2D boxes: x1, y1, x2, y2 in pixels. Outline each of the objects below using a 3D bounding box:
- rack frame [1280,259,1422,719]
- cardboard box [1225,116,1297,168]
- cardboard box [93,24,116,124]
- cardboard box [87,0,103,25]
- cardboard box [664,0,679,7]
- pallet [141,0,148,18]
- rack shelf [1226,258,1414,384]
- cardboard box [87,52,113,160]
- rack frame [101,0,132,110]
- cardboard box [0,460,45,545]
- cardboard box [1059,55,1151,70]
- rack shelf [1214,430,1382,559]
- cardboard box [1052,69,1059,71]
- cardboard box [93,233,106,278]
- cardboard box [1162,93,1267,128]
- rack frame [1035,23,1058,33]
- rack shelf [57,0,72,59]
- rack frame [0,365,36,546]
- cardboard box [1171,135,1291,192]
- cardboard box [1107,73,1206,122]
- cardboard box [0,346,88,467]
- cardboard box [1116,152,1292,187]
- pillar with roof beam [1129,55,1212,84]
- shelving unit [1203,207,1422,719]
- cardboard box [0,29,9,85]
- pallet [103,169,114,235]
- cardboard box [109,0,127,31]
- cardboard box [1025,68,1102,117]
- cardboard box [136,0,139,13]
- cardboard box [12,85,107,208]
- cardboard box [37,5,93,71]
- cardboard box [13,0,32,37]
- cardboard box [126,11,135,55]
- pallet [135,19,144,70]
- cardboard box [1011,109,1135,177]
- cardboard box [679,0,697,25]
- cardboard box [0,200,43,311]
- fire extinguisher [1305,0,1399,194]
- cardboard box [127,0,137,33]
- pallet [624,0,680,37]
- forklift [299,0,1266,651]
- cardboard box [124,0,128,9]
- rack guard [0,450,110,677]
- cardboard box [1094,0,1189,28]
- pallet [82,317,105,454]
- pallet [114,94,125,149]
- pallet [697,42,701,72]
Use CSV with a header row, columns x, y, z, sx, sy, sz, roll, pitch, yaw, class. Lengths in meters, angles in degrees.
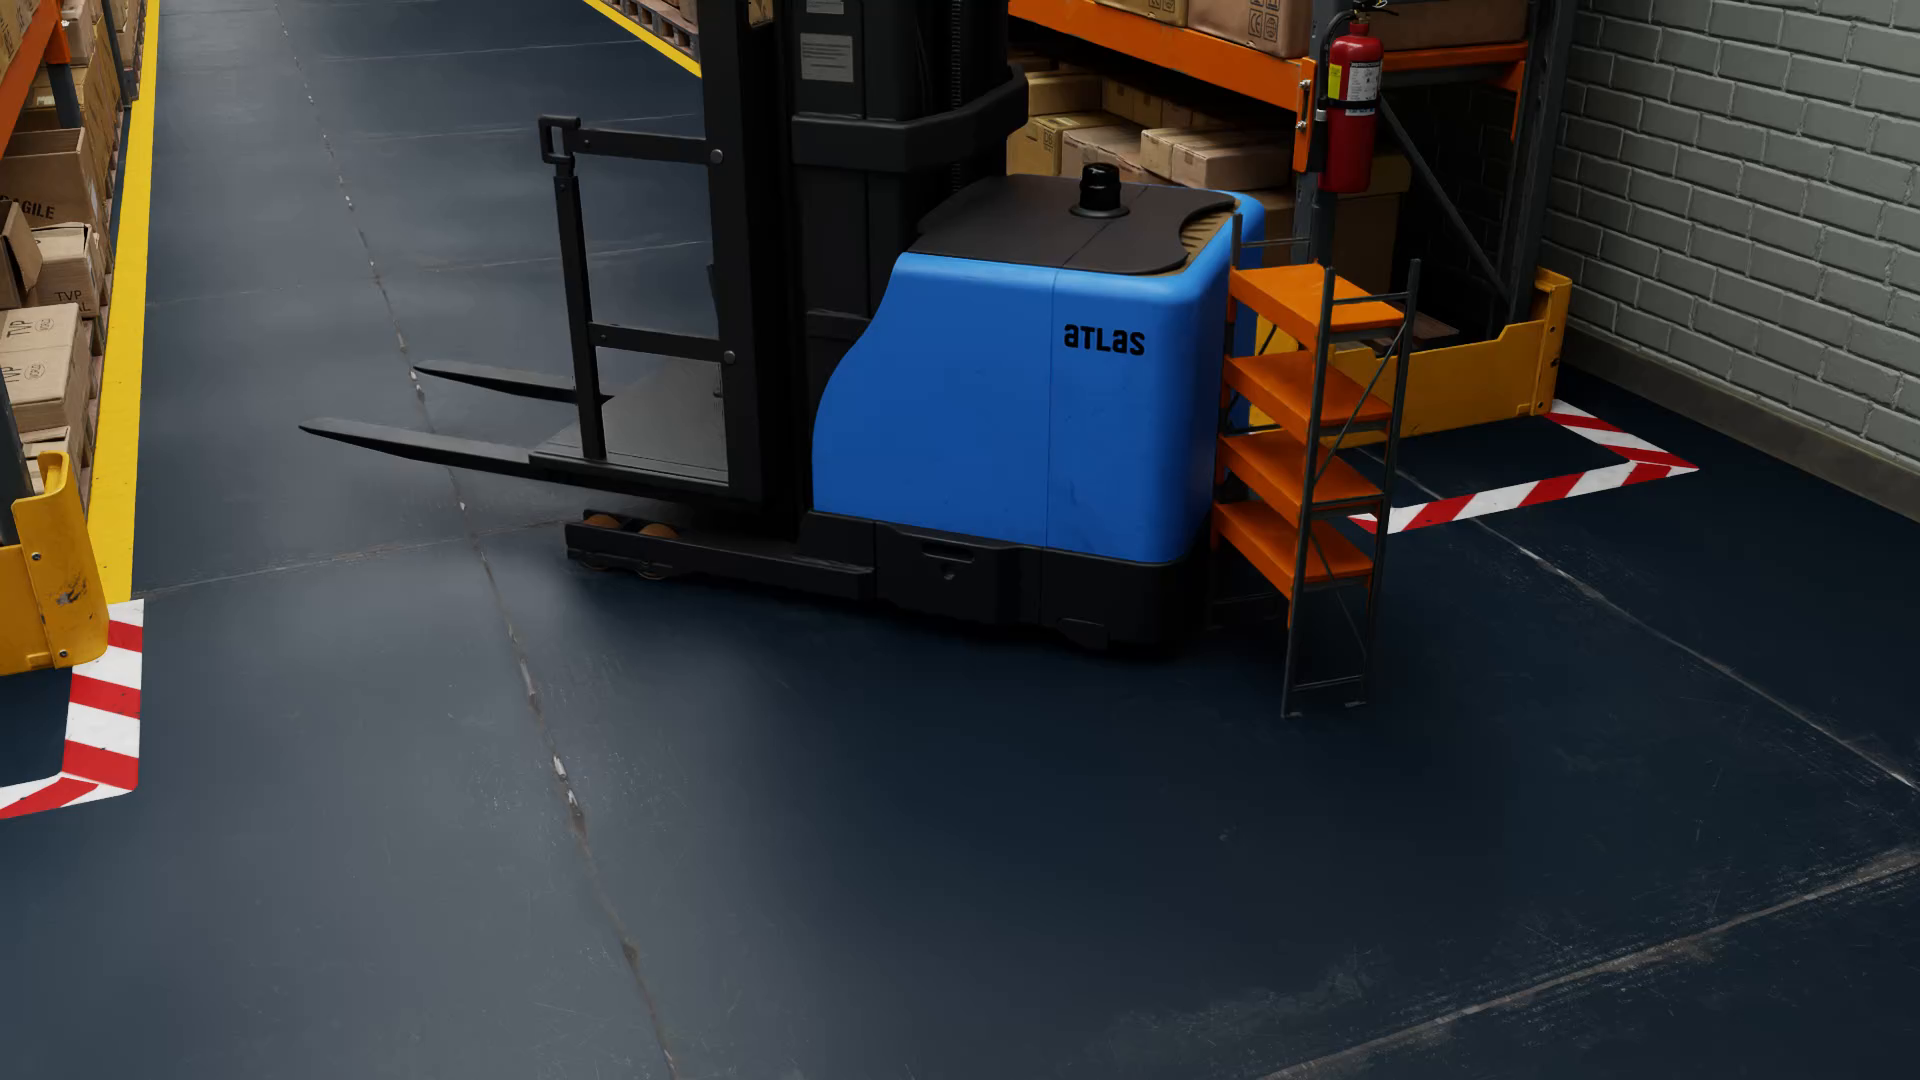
x,y,z,sx,sy,sz,roll,pitch,yaw,class
0.948,-0.094,4.074,0.240,1.200,0.015,-8,27,-15,rack frame
1.299,-1.619,6.779,0.380,0.149,0.250,-10,28,-20,cardboard box
-5.274,-2.714,9.738,0.500,0.500,0.500,-12,28,-22,cardboard box
-5.450,-3.238,9.956,0.500,0.250,0.500,-9,28,-19,cardboard box
-2.147,-4.818,14.047,0.700,0.500,0.500,-11,28,-21,cardboard box
-7.898,-4.876,14.996,1.003,0.211,1.213,-11,28,-21,pallet
0.878,-0.549,4.112,0.258,0.148,0.480,-8,27,-15,rack shelf
-4.865,-2.299,8.888,0.500,0.500,0.500,-10,28,-20,cardboard box
-6.058,-4.186,10.404,1.000,3.000,0.127,-11,28,-21,rack frame
-2.773,-0.101,4.786,0.380,0.149,0.250,-11,28,-21,cardboard box
0.701,-2.235,8.040,0.380,0.149,0.250,-12,28,-22,cardboard box
0.878,-0.136,4.314,0.258,0.148,0.480,-8,27,-15,rack shelf
0.263,-2.170,8.645,0.700,0.500,0.500,-10,28,-20,cardboard box
-3.806,-1.165,6.966,0.380,0.149,0.250,-11,28,-21,cardboard box
1.101,-1.823,7.196,0.380,0.149,0.250,-10,28,-20,cardboard box
0.065,-3.424,8.843,1.000,3.000,0.127,-11,28,-21,rack frame
-5.275,-3.055,8.909,1.077,0.370,4.000,-11,28,-21,rack shelf
-2.925,-0.956,3.790,1.000,3.000,0.127,-11,28,-21,rack frame
1.047,-1.452,6.436,0.380,0.149,0.250,-11,28,-21,cardboard box
0.901,-2.029,7.618,0.380,0.149,0.250,-11,28,-22,cardboard box
-3.073,-0.388,5.259,0.500,0.250,0.500,-11,28,-21,cardboard box
1.069,-1.342,6.950,0.700,0.500,0.500,-11,28,-21,cardboard box
-2.826,-5.246,5.738,9.100,9.000,0.400,-11,28,-21,pillar with roof beam
0.878,-0.196,4.284,0.258,1.200,0.503,-8,27,-15,shelving unit
-3.257,-1.636,5.068,0.500,0.500,0.500,-11,28,-21,cardboard box
-4.845,-1.640,8.368,1.003,0.211,1.213,-11,28,-21,pallet
-5.993,-3.653,11.329,0.500,0.311,0.500,-10,28,-19,cardboard box
0.434,-2.081,7.724,0.380,0.149,0.250,-11,28,-22,cardboard box
-6.999,-4.432,13.563,0.500,0.250,0.500,-11,28,-21,cardboard box
-4.457,-1.883,8.035,0.500,0.500,0.500,-12,28,-23,cardboard box
-4.849,-2.623,8.697,0.500,0.250,0.500,-11,28,-20,cardboard box
-3.654,-2.043,5.902,0.500,0.500,0.500,-10,28,-19,cardboard box
-6.191,-3.604,11.867,0.500,0.250,0.500,-11,28,-22,cardboard box
-6.819,-3.764,12.718,1.003,0.211,1.213,-11,28,-21,pallet
0.656,-1.759,7.804,0.700,0.500,0.500,-10,28,-19,cardboard box
-1.832,-4.395,13.180,0.700,0.500,0.500,-10,28,-20,cardboard box
-3.751,-0.889,5.997,0.797,0.503,0.637,-11,28,-21,cardboard box
1.266,-1.466,5.348,0.296,0.674,0.183,-11,28,-21,fire extinguisher
-6.601,-4.020,12.719,0.500,0.250,0.500,-10,28,-20,cardboard box
-2.280,-4.593,14.416,1.003,0.211,1.213,-11,28,-21,pallet
-0.662,-1.401,4.779,3.031,2.935,1.130,9,27,18,forklift
-6.404,-4.070,12.183,0.500,0.311,0.500,-11,28,-22,cardboard box
-2.955,0.136,4.401,1.175,0.500,0.348,-11,28,-21,rack guard
1.127,-2.440,6.486,0.980,0.700,0.700,-11,28,-21,cardboard box
-3.742,-0.547,6.130,1.003,0.211,1.213,-11,28,-21,pallet
-5.801,-2.625,10.386,1.003,0.211,1.213,-11,28,-21,pallet
-1.262,-3.454,12.084,1.003,0.211,1.213,-11,28,-21,pallet
